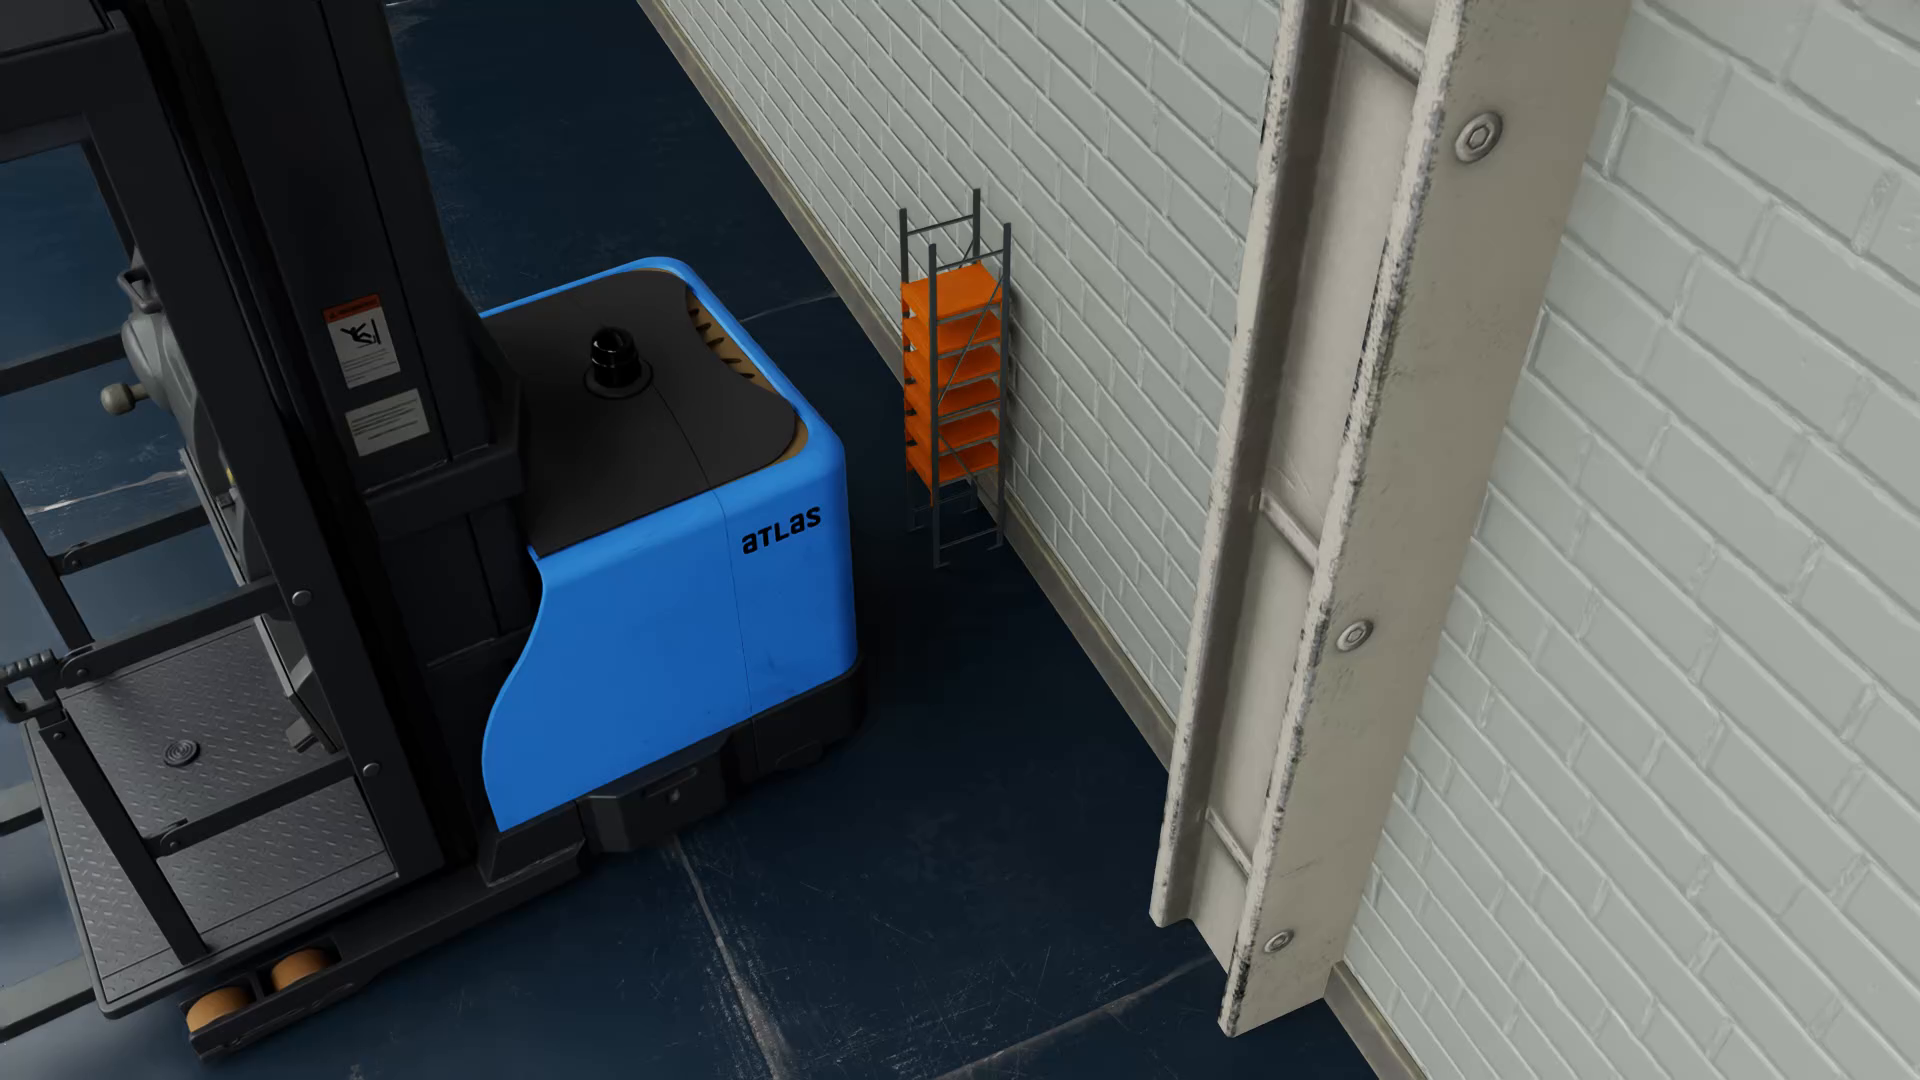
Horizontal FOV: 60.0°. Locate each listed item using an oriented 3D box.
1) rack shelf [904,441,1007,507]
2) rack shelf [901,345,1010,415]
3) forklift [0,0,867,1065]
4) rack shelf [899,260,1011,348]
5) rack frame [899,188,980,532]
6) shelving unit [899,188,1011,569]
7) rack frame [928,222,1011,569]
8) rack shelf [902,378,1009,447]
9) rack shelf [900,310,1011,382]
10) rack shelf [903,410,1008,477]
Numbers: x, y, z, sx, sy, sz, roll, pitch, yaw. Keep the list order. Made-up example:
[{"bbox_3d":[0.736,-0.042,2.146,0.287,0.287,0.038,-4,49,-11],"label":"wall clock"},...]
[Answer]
[{"bbox_3d":[-0.014,-0.230,5.034,0.258,0.103,0.180,-19,48,-18],"label":"rack shelf"},{"bbox_3d":[-0.014,-0.486,4.781,0.258,0.103,0.180,-19,48,-18],"label":"rack shelf"},{"bbox_3d":[-1.783,-0.238,3.404,3.031,2.935,1.130,-24,49,-22],"label":"forklift"},{"bbox_3d":[-0.014,-0.657,4.612,0.258,0.103,0.180,-19,48,-18],"label":"rack shelf"},{"bbox_3d":[-0.054,-0.490,4.892,0.240,1.200,0.006,-19,48,-18],"label":"rack frame"},{"bbox_3d":[-0.014,-0.432,4.834,0.258,1.200,0.189,-19,48,-18],"label":"shelving unit"},{"bbox_3d":[0.026,-0.374,4.775,0.240,1.200,0.006,-19,48,-18],"label":"rack frame"},{"bbox_3d":[-0.014,-0.401,4.865,0.258,0.103,0.180,-19,48,-18],"label":"rack shelf"},{"bbox_3d":[-0.014,-0.571,4.696,0.258,0.103,0.180,-19,48,-18],"label":"rack shelf"},{"bbox_3d":[-0.014,-0.315,4.949,0.258,0.103,0.180,-19,48,-18],"label":"rack shelf"}]
